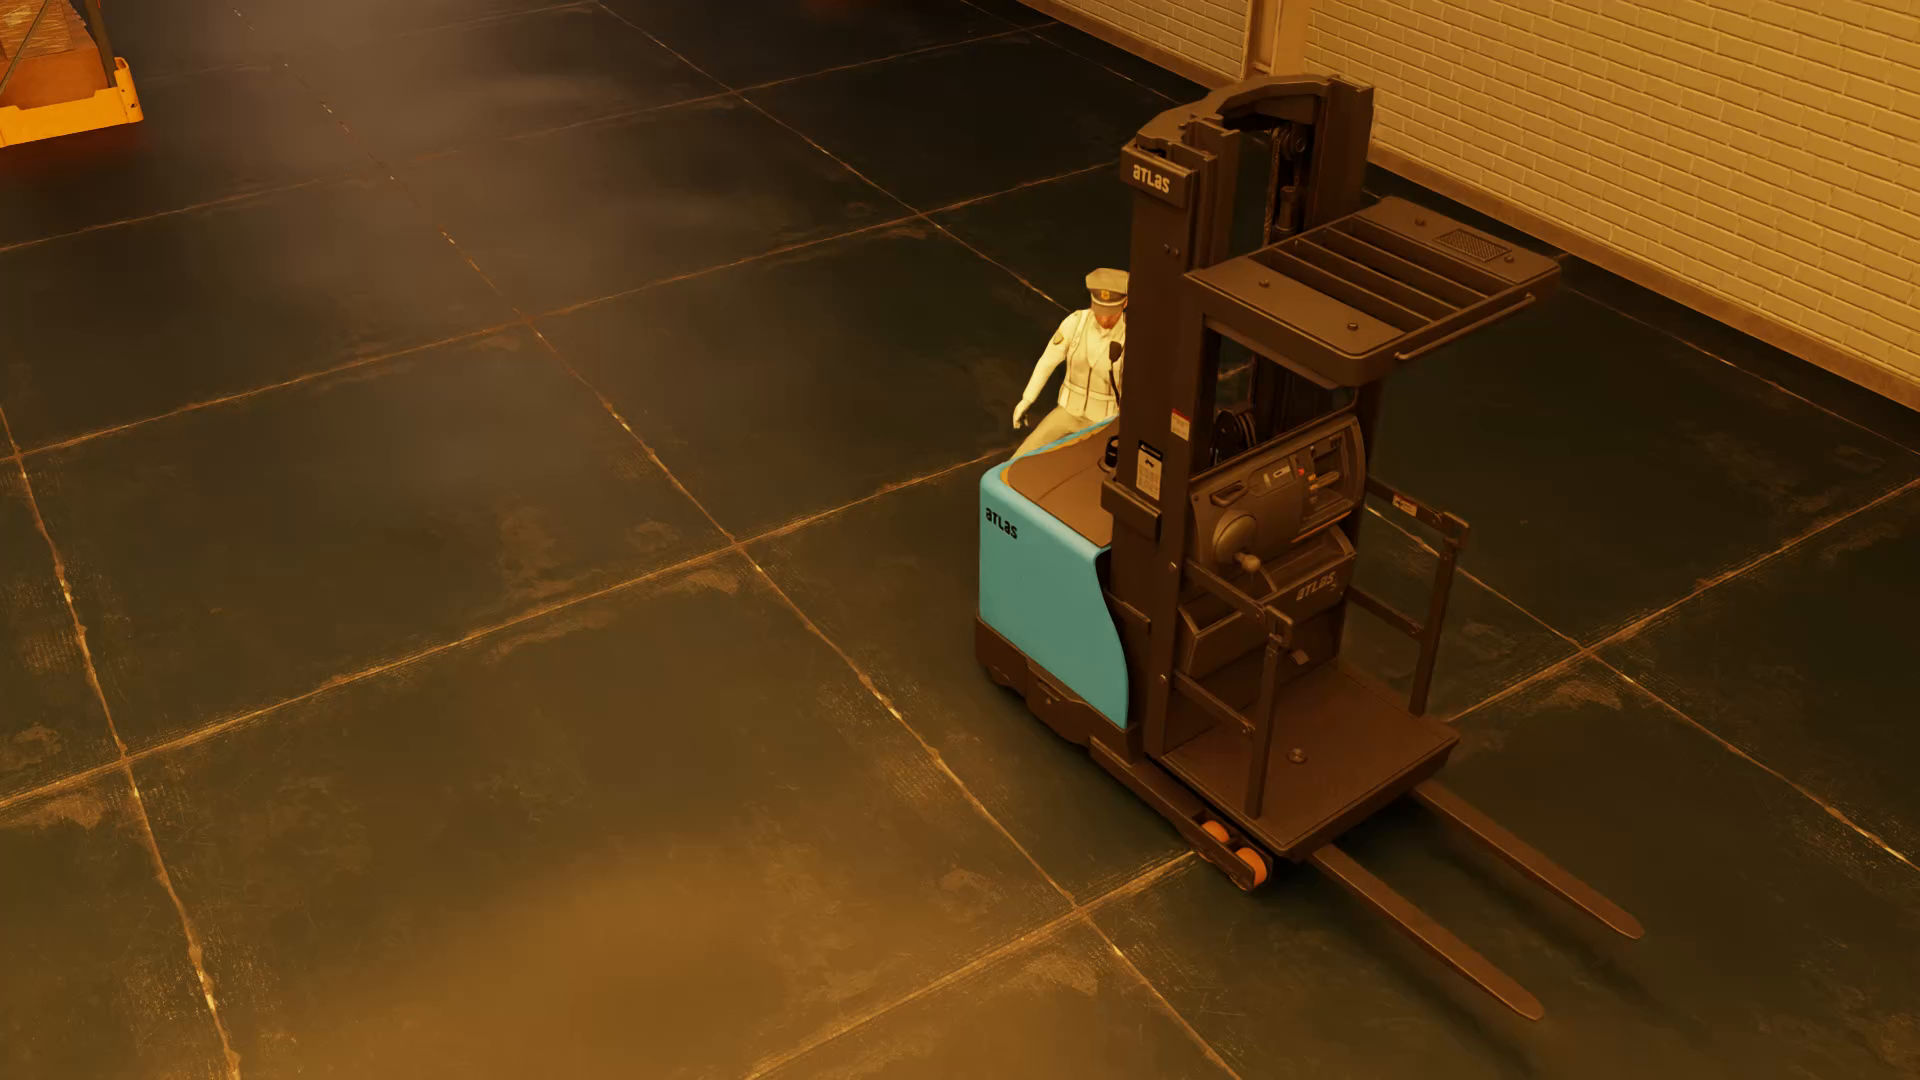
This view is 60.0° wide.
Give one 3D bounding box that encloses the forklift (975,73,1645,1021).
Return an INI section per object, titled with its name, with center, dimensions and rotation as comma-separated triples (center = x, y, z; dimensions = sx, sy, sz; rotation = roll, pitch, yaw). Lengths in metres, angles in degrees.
[forklift]
center = 1.373, -0.118, 6.315
dimensions = 1.130, 2.935, 3.031
rotation = -24, 42, -30

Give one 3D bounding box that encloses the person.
[person]
center = 0.715, -0.611, 8.277
dimensions = 0.881, 1.544, 0.688
rotation = 16, 38, 21
